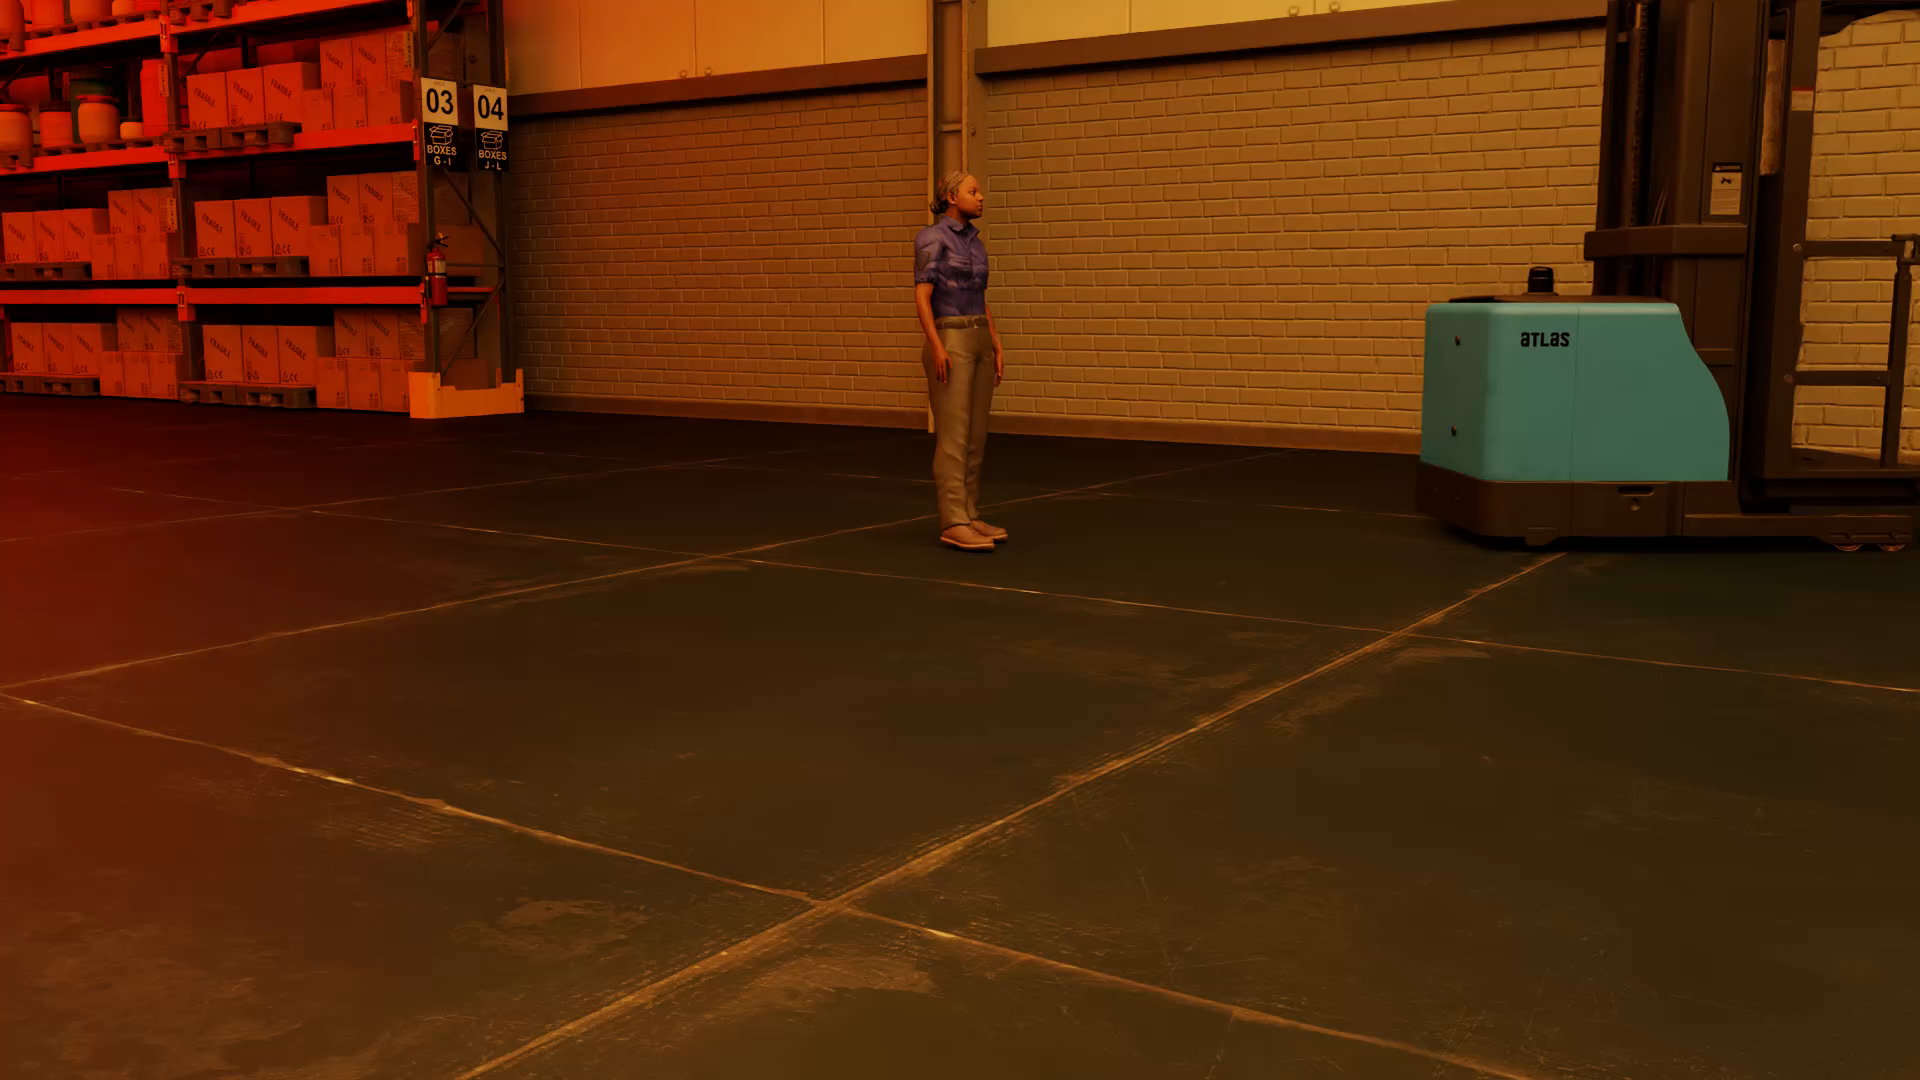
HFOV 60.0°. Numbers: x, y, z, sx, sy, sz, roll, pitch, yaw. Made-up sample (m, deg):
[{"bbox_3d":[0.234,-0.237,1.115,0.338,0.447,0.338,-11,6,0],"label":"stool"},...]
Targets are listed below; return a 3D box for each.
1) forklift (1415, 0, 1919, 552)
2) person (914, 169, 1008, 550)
[{"bbox_3d":[3.754,-1.474,7.556,3.031,2.935,1.130,0,8,-2],"label":"forklift"},{"bbox_3d":[0.062,-0.817,7.421,0.503,1.656,0.569,5,10,34],"label":"person"}]
